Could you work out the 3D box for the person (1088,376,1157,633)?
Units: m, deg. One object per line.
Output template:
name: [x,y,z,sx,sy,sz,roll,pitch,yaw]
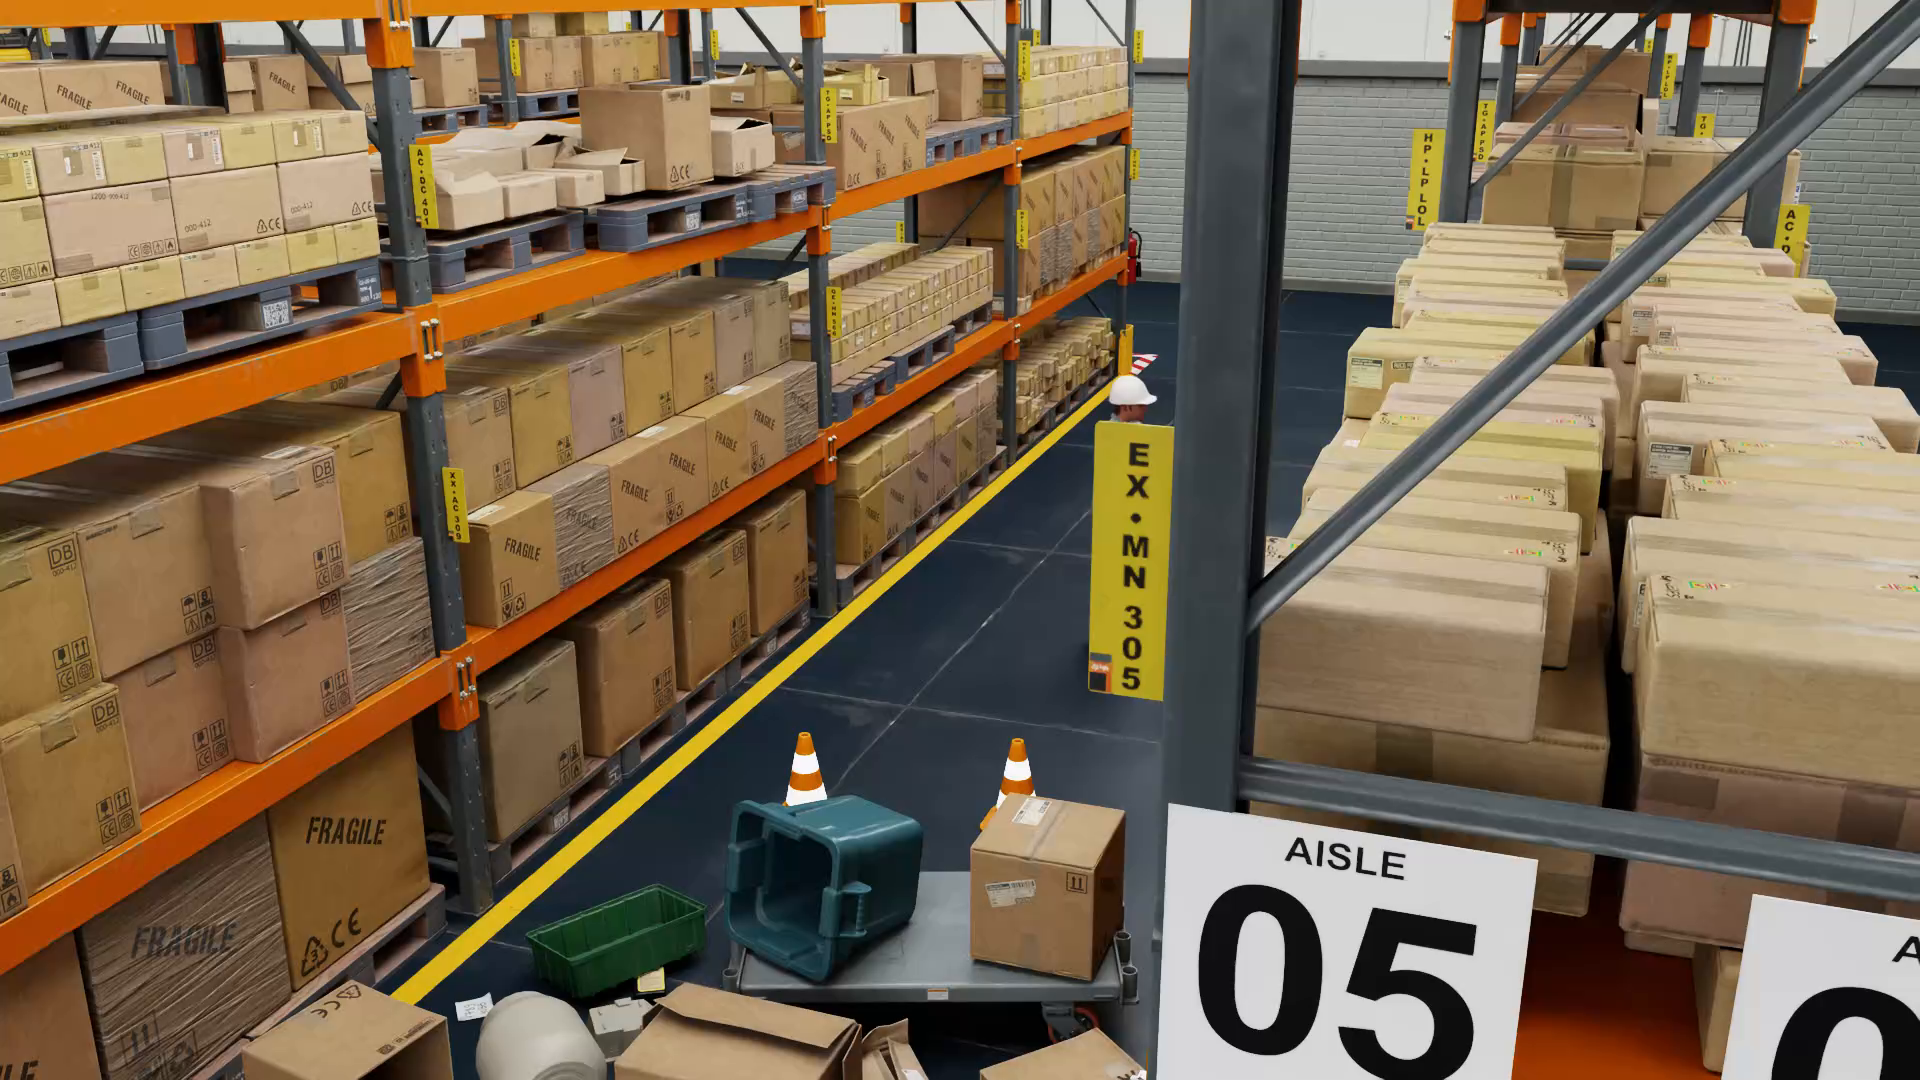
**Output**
person: [1.132,-0.174,10.508,0.607,1.769,0.557,0,19,1]
